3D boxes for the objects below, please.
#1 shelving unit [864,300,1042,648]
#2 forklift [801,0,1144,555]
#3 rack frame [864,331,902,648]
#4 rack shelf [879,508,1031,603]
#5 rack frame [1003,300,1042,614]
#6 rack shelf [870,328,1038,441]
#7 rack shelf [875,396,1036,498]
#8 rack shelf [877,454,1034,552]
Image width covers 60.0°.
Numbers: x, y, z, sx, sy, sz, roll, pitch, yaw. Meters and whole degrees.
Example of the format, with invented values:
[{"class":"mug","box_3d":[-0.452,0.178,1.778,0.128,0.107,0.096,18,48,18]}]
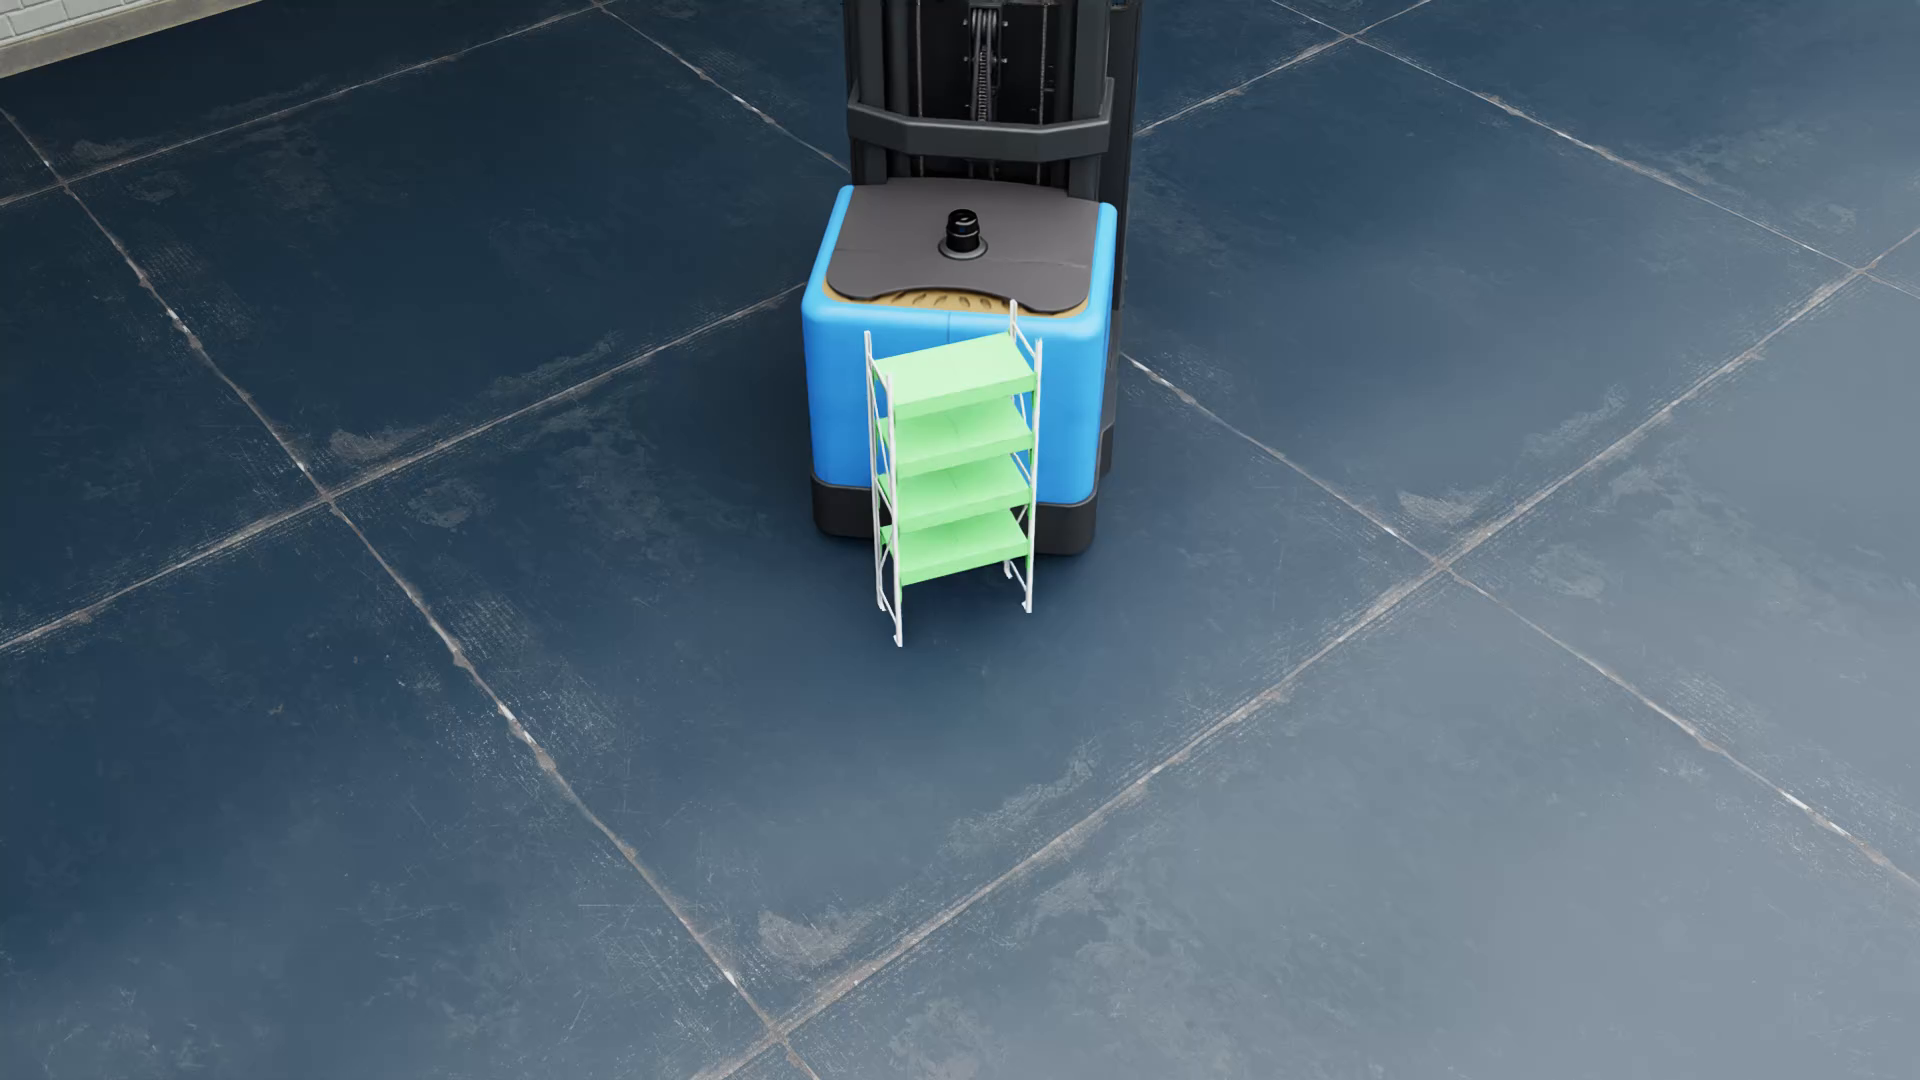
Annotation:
[{"class":"shelving unit","box_3d":[-0.022,-0.195,5.581,0.503,1.200,0.258,-14,45,-14]},{"class":"forklift","box_3d":[0.150,-2.025,6.265,1.130,2.935,3.031,5,43,5]},{"class":"rack frame","box_3d":[-0.251,-0.138,5.520,0.015,1.200,0.240,-14,45,-14]},{"class":"rack shelf","box_3d":[-0.022,0.027,5.789,0.480,0.148,0.258,-14,45,-14]},{"class":"rack frame","box_3d":[0.208,-0.252,5.642,0.015,1.200,0.240,-14,45,-14]},{"class":"rack shelf","box_3d":[-0.022,-0.498,5.296,0.480,0.148,0.258,-14,45,-14]},{"class":"rack shelf","box_3d":[-0.022,-0.323,5.460,0.480,0.148,0.258,-14,45,-14]},{"class":"rack shelf","box_3d":[-0.022,-0.148,5.625,0.480,0.148,0.258,-14,45,-14]}]
